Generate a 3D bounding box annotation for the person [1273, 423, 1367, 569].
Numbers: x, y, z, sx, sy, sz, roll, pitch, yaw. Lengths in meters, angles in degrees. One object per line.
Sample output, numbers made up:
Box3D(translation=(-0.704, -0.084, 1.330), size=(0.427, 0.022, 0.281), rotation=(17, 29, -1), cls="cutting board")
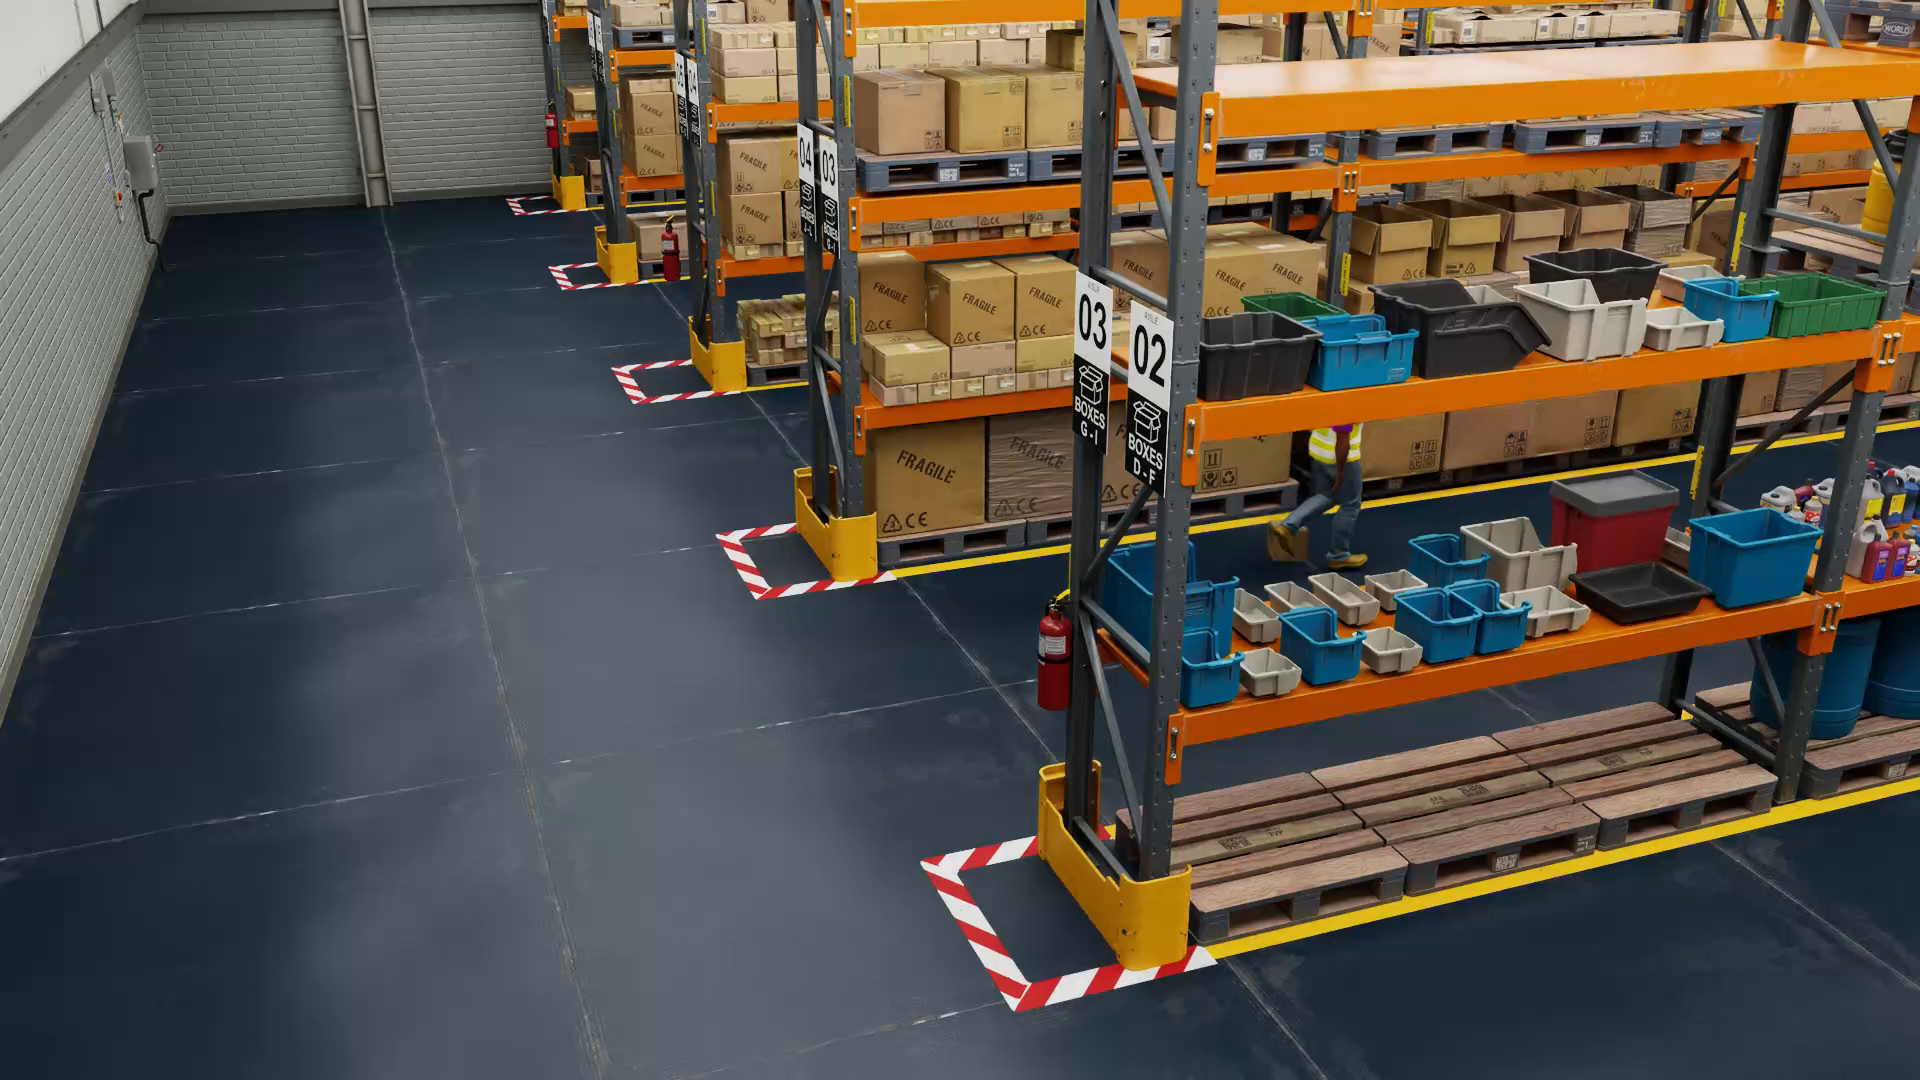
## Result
Box3D(translation=(2.721, -0.615, 12.247), size=(0.706, 1.749, 0.579), rotation=(-7, 24, -17), cls="person")
